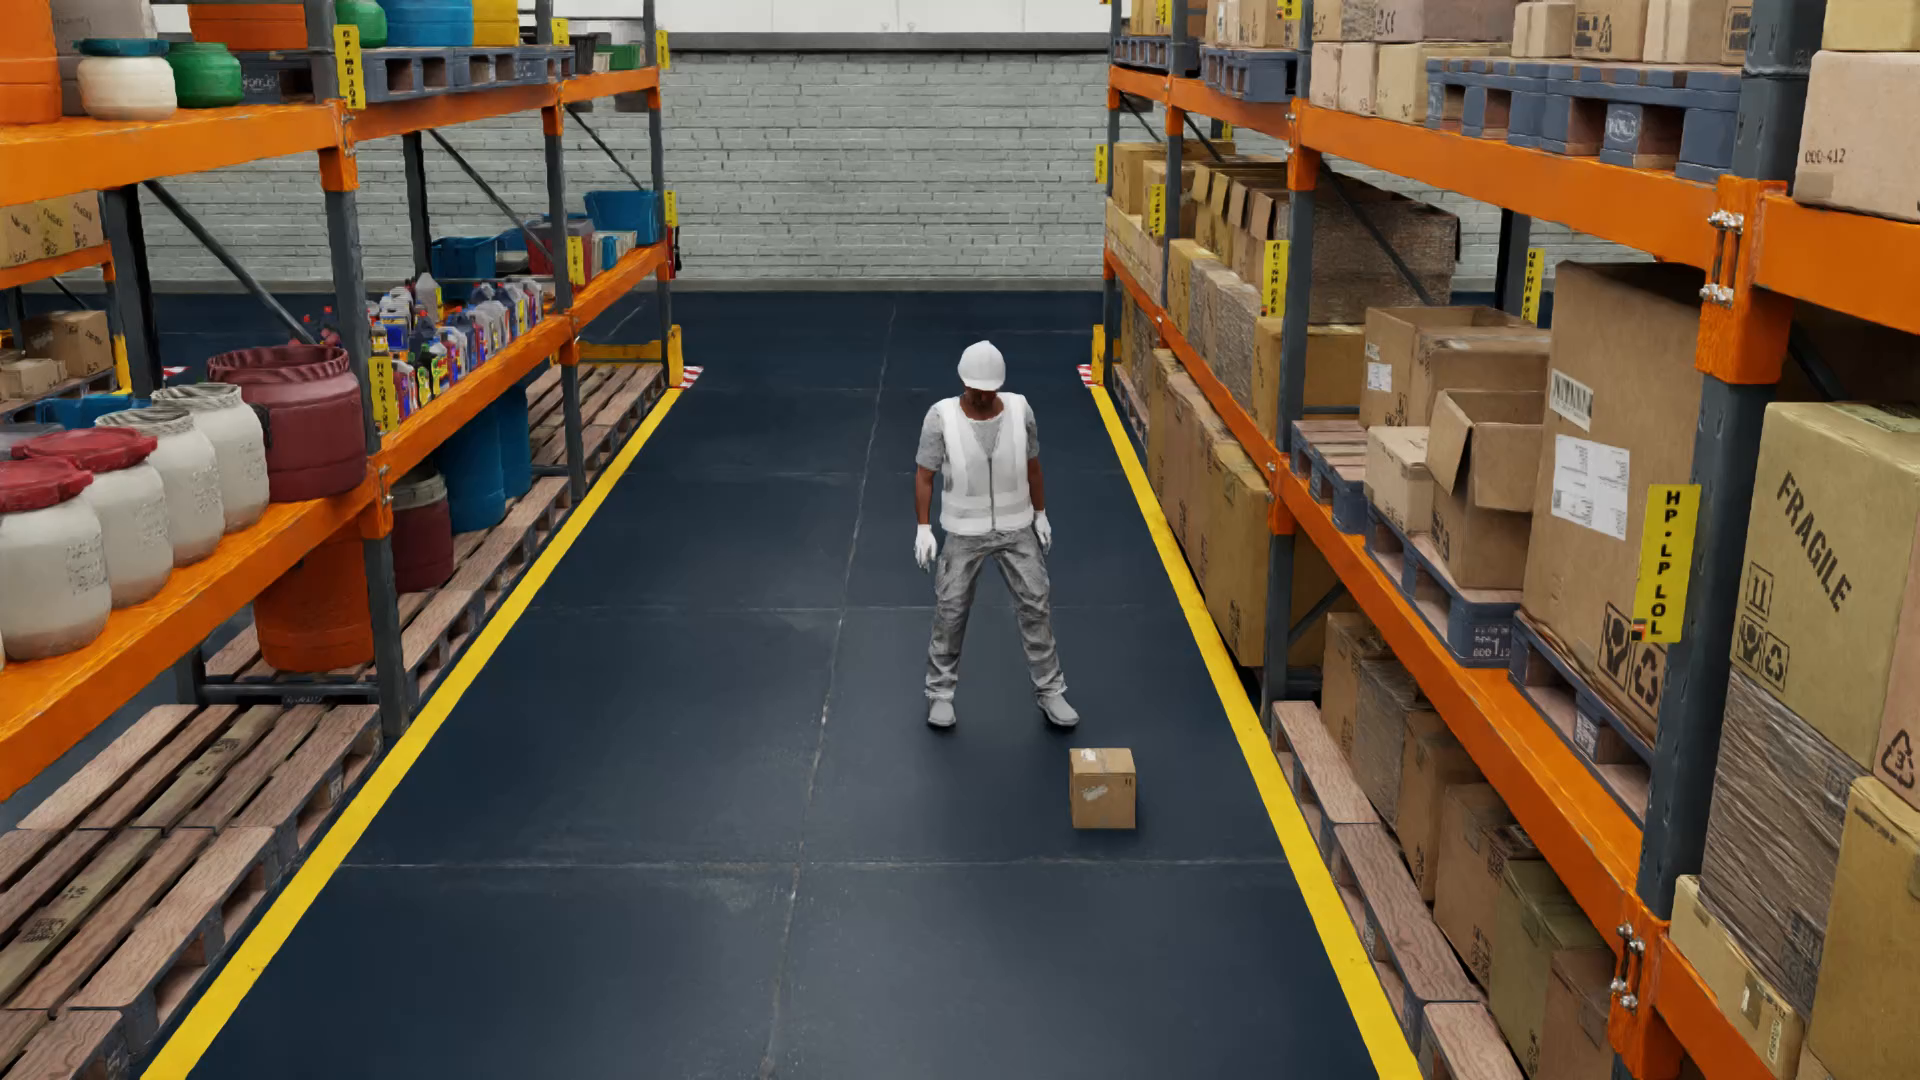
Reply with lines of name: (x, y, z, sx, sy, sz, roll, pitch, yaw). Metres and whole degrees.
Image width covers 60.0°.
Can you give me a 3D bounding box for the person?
person: (0.164, -0.022, 7.520, 0.724, 1.772, 0.471, -3, 17, -11)
